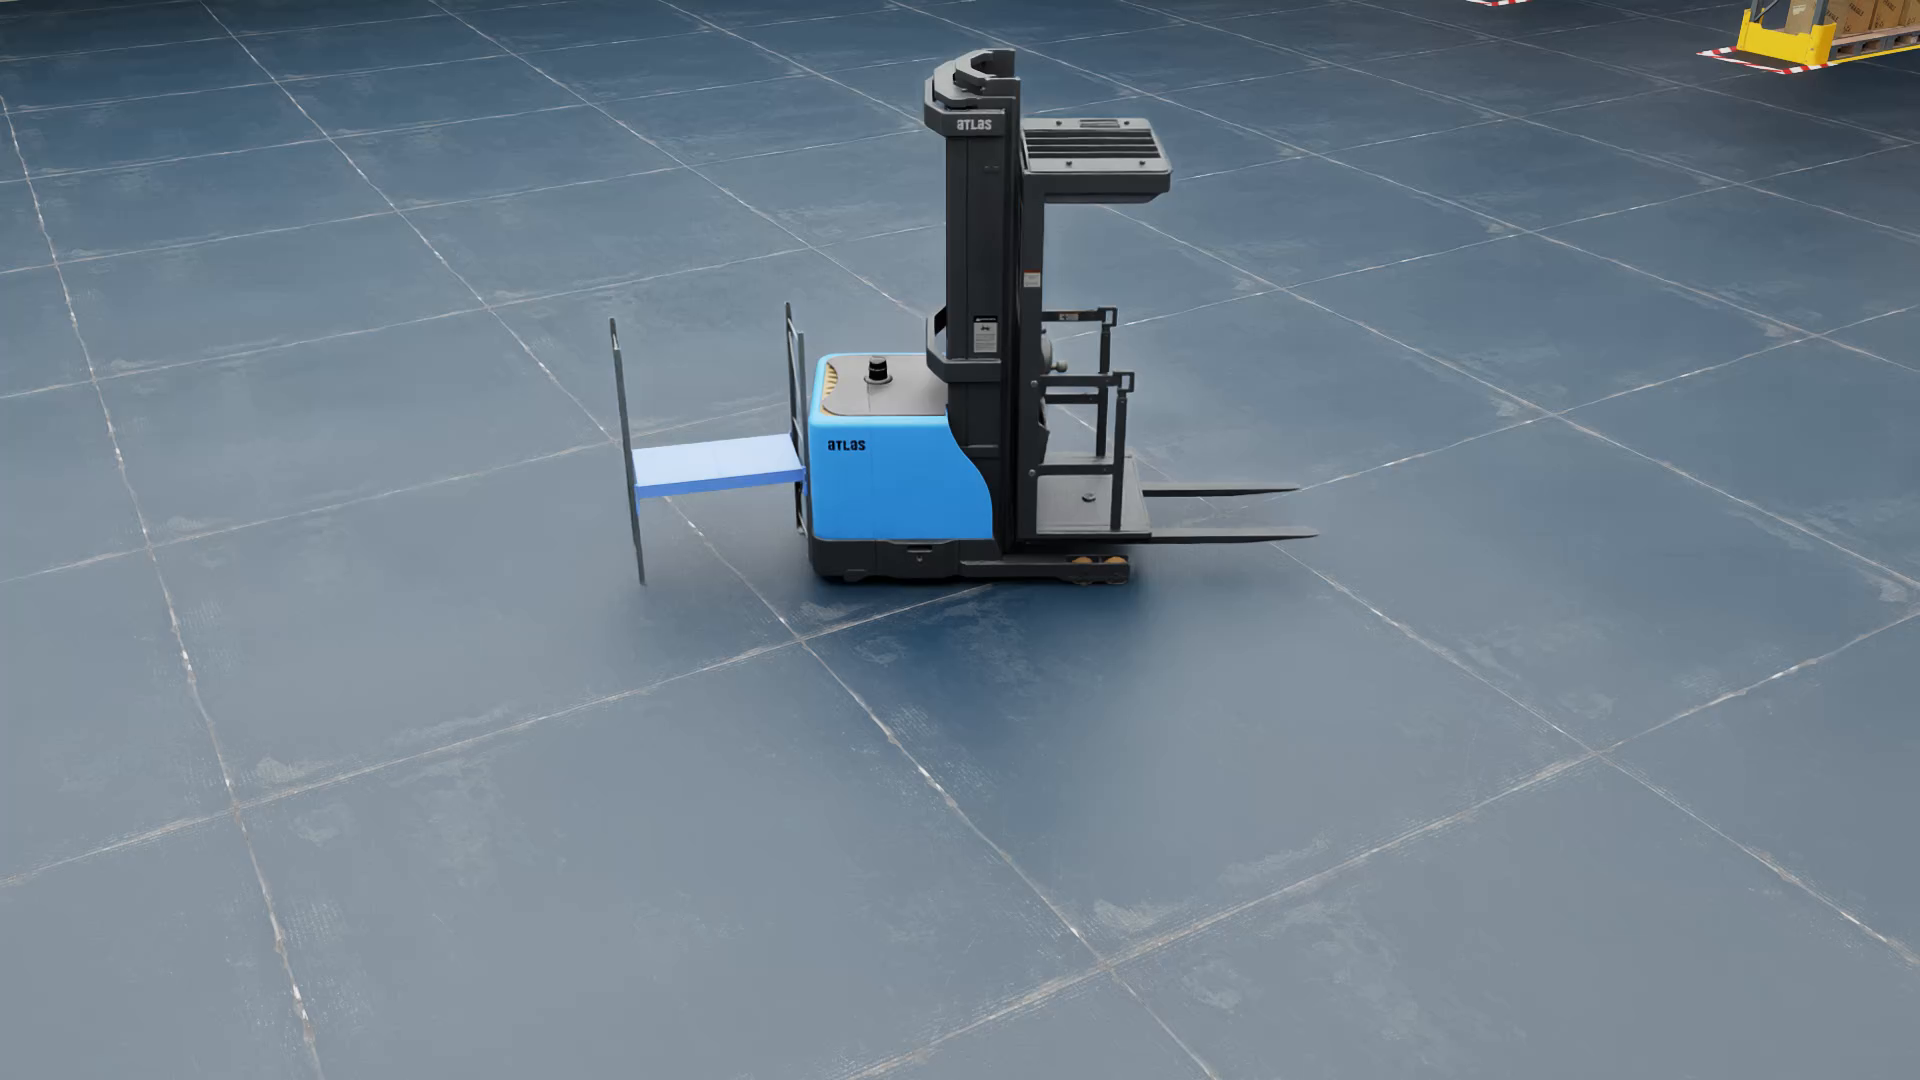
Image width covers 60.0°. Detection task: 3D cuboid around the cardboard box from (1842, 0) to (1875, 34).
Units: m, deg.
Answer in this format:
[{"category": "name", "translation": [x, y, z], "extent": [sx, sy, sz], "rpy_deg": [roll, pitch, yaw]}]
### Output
[{"category": "cardboard box", "translation": [11.796, -7.072, 22.210], "extent": [0.500, 0.500, 0.500], "rpy_deg": [-8, 30, -13]}]

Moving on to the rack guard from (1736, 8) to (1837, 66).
[{"category": "rack guard", "translation": [10.817, -6.600, 21.790], "extent": [0.348, 0.500, 1.175], "rpy_deg": [-16, 33, -26]}]

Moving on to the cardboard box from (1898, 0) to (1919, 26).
[{"category": "cardboard box", "translation": [12.849, -7.335, 22.687], "extent": [0.500, 0.500, 0.500], "rpy_deg": [-19, 34, -31]}]

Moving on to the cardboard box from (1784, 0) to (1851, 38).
[{"category": "cardboard box", "translation": [11.298, -6.911, 21.919], "extent": [0.500, 0.500, 0.500], "rpy_deg": [-10, 30, -17]}]

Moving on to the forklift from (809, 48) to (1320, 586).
[{"category": "forklift", "translation": [0.636, -1.270, 9.617], "extent": [3.031, 2.935, 1.130], "rpy_deg": [0, 29, -1]}]

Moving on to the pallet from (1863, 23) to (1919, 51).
[{"category": "pallet", "translation": [12.586, -6.954, 22.731], "extent": [1.213, 0.211, 1.003], "rpy_deg": [-16, 33, -26]}]

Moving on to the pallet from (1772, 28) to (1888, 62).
[{"category": "pallet", "translation": [11.535, -6.658, 22.193], "extent": [1.213, 0.211, 1.003], "rpy_deg": [-16, 33, -26]}]

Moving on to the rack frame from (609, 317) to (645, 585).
[{"category": "rack frame", "translation": [-1.943, -0.509, 9.718], "extent": [0.032, 1.500, 0.500], "rpy_deg": [-7, 30, -12]}]

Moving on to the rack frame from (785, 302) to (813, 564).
[{"category": "rack frame", "translation": [-0.957, -0.628, 9.933], "extent": [0.032, 1.500, 0.500], "rpy_deg": [-7, 30, -12]}]

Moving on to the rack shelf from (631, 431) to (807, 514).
[{"category": "rack shelf", "translation": [-1.450, -0.411, 9.912], "extent": [1.000, 0.185, 0.538], "rpy_deg": [-7, 30, -12]}]

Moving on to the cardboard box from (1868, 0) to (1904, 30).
[{"category": "cardboard box", "translation": [12.346, -7.217, 22.474], "extent": [0.500, 0.500, 0.500], "rpy_deg": [-13, 31, -22]}]

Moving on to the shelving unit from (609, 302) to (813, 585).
[{"category": "shelving unit", "translation": [-1.450, -0.568, 9.825], "extent": [1.048, 1.500, 0.538], "rpy_deg": [-7, 30, -12]}]

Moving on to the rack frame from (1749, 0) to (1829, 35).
[{"category": "rack frame", "translation": [10.751, -7.676, 21.152], "extent": [0.127, 3.000, 1.000], "rpy_deg": [-16, 33, -26]}]
